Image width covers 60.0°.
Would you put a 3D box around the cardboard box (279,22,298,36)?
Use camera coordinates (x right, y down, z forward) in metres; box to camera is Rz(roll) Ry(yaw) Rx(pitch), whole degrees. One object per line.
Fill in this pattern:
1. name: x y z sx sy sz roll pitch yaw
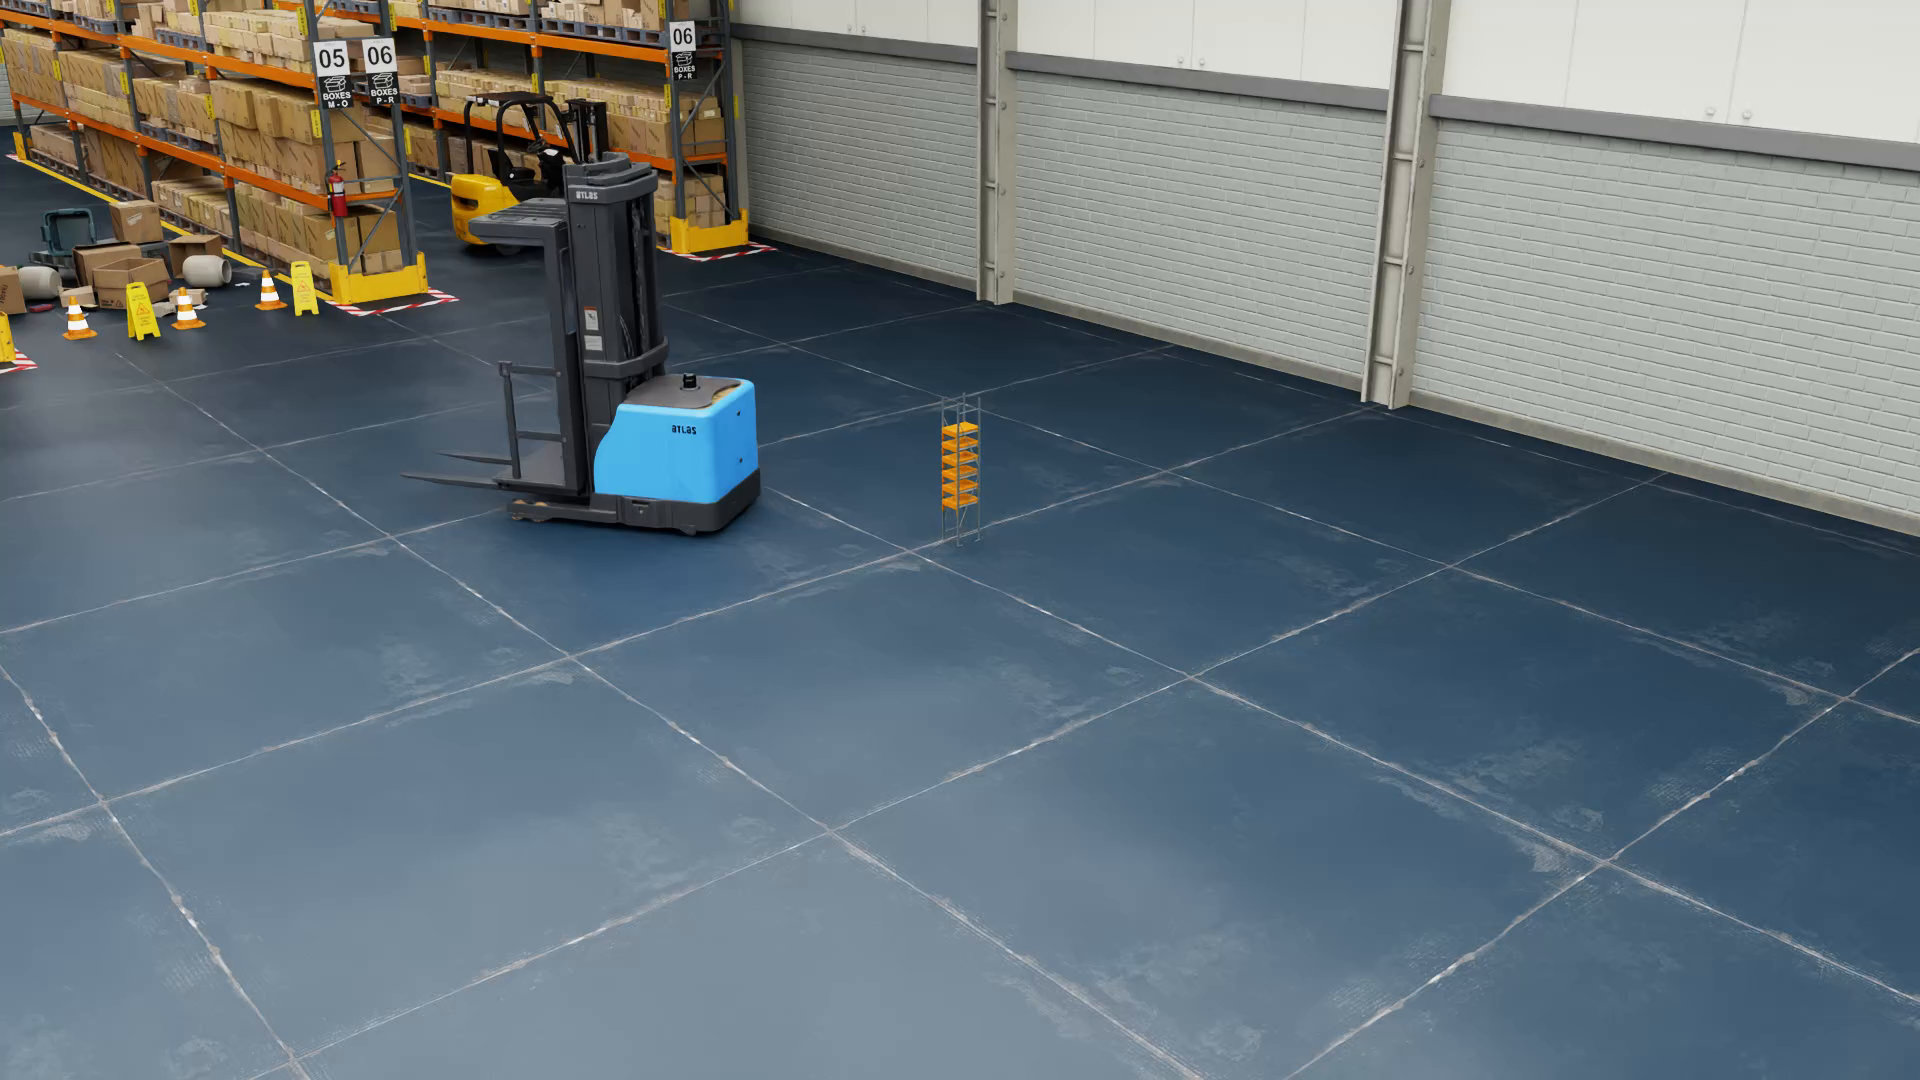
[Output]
1. cardboard box: -8.338 -6.440 20.951 0.380 0.149 0.250 -17 27 -37

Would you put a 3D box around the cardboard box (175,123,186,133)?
1. cardboard box: -11.579 -6.233 25.055 0.380 0.149 0.250 -16 27 -36

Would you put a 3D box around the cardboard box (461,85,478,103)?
1. cardboard box: -8.153 -7.624 28.357 0.500 0.250 0.500 -18 28 -39

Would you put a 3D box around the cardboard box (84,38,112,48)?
1. cardboard box: -15.289 -8.815 29.480 0.380 0.149 0.250 -18 28 -38

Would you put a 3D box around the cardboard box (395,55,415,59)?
1. cardboard box: -10.525 -8.730 30.947 0.700 0.500 0.500 -18 27 -38

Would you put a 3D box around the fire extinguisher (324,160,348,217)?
1. fire extinguisher: -7.721 -4.359 20.607 0.296 0.674 0.183 -17 27 -37

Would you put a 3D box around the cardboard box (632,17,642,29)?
1. cardboard box: -4.460 -7.398 23.777 0.380 0.149 0.250 -18 28 -39

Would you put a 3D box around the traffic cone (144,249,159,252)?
1. traffic cone: -11.928 -4.470 24.262 0.336 0.463 0.334 -17 27 -37

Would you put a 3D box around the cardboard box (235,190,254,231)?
1. cardboard box: -9.877 -4.679 23.483 0.500 0.500 0.500 -16 26 -35

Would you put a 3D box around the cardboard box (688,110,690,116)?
1. cardboard box: -3.923 -6.277 24.369 0.380 0.149 0.250 -17 27 -37

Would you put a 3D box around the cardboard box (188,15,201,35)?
1. cardboard box: -10.549 -7.291 23.503 0.500 0.250 0.500 -18 28 -38

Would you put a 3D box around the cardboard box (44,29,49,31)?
1. cardboard box: -17.089 -9.604 31.495 0.380 0.149 0.250 -18 28 -38

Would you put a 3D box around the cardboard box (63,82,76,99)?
1. cardboard box: -15.206 -7.826 28.873 0.500 0.250 0.500 -18 28 -39

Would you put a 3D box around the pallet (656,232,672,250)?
1. pallet: -4.220 -4.622 24.996 1.003 0.211 1.213 -17 27 -37

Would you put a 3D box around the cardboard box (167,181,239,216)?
1. cardboard box: -11.820 -5.359 26.080 0.950 0.372 0.625 -18 28 -38

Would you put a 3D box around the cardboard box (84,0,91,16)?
1. cardboard box: -13.833 -8.574 26.757 0.396 0.266 0.258 -18 28 -39

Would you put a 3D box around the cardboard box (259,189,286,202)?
1. cardboard box: -9.326 -4.717 22.691 0.380 0.149 0.250 -16 26 -34

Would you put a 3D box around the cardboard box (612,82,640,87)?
1. cardboard box: -5.183 -7.016 25.848 0.380 0.149 0.250 -18 28 -38

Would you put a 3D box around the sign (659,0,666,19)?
1. sign: -4.109 -7.366 22.959 0.100 0.325 0.005 -17 27 -37

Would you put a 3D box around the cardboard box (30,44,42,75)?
1. cardboard box: -16.462 -8.709 30.099 0.500 0.500 0.500 -17 27 -37

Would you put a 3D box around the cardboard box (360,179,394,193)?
1. cardboard box: -7.512 -4.563 21.365 0.380 0.149 0.250 -17 27 -37

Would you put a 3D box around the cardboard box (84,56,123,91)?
1. cardboard box: -14.190 -7.760 27.675 0.500 0.500 0.500 -18 28 -38

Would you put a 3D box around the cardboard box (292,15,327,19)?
1. cardboard box: -8.601 -6.852 22.002 0.380 0.149 0.250 -17 27 -37

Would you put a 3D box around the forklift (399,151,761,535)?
1. forklift: -3.287 -1.689 13.778 3.031 2.935 1.130 6 22 15

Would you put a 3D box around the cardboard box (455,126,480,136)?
1. cardboard box: -9.015 -7.482 30.435 0.380 0.149 0.250 -16 26 -35

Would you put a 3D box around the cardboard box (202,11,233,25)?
1. cardboard box: -10.100 -7.128 22.708 0.380 0.149 0.250 -18 28 -38

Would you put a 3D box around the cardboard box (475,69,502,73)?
1. cardboard box: -8.290 -8.191 29.257 0.380 0.149 0.250 -17 27 -36

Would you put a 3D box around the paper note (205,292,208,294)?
1. paper note: -9.829 -3.214 21.677 0.032 0.001 0.123 -17 27 -37

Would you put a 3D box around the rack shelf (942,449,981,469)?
1. rack shelf: 0.009 -0.625 13.227 0.258 0.103 0.180 -17 27 -37

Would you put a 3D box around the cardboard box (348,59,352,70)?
1. cardboard box: -7.657 -6.037 21.015 0.380 0.149 0.250 -19 28 -39

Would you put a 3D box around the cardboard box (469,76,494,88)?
1. cardboard box: -8.076 -7.766 28.172 0.380 0.149 0.250 -17 27 -36

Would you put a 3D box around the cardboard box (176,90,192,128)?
1. cardboard box: -11.190 -6.376 24.530 0.500 0.500 0.500 -16 27 -36

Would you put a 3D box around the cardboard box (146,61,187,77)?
1. cardboard box: -12.806 -7.454 26.893 0.500 0.500 0.500 -19 28 -39

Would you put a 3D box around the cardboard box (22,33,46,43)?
1. cardboard box: -16.889 -9.169 30.383 0.380 0.149 0.250 -18 28 -39

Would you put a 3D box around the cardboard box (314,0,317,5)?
1. cardboard box: -12.464 -10.557 32.556 0.380 0.149 0.250 -18 27 -38

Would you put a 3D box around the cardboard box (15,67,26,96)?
1. cardboard box: -17.444 -8.670 31.369 0.500 0.500 0.500 -18 28 -38

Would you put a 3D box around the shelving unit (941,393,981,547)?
1. shelving unit: 0.009 -0.555 13.255 0.258 1.200 0.189 -17 27 -37

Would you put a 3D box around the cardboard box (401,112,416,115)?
1. cardboard box: -10.723 -8.199 32.266 0.380 0.149 0.250 -17 27 -37

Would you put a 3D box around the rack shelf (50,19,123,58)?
1. rack shelf: -13.974 -8.361 27.592 1.077 0.370 4.000 -17 27 -37

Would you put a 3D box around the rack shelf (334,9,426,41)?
1. rack shelf: -10.217 -9.544 30.612 1.077 0.370 4.000 -17 27 -37

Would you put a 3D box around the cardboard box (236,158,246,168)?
1. cardboard box: -9.891 -5.304 23.258 0.380 0.149 0.250 -16 27 -36

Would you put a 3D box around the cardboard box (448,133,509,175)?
1. cardboard box: -8.514 -6.844 29.525 0.875 0.625 0.625 -16 27 -36

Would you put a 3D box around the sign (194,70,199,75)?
1. sign: -12.264 -7.381 26.737 0.100 0.325 0.005 -17 27 -37

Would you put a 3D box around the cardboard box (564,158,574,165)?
1. cardboard box: -5.896 -5.853 26.139 0.500 0.250 0.500 -17 27 -37

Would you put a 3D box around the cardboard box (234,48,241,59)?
1. cardboard box: -9.533 -6.571 22.378 0.380 0.149 0.250 -16 27 -36

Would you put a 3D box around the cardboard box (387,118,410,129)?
1. cardboard box: -10.590 -7.860 31.402 0.380 0.149 0.250 -16 27 -36

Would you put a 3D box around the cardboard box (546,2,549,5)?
1. cardboard box: -6.705 -8.628 26.917 0.380 0.149 0.250 -17 27 -37

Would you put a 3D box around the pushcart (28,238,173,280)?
1. pushcart: -11.753 -3.864 22.833 0.936 0.377 1.648 12 24 27

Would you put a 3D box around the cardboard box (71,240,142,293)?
1. cardboard box: -11.128 -3.577 21.739 0.797 0.637 0.503 -17 27 -37

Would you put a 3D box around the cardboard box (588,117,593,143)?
1. cardboard box: -5.524 -6.407 25.591 0.500 0.500 0.500 -18 28 -38

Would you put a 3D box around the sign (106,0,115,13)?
1. sign: -13.095 -8.291 25.610 0.100 0.325 0.005 -17 27 -37

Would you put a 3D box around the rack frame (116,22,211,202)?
1. rack frame: -12.669 -6.747 26.597 1.000 3.000 0.127 -17 27 -37

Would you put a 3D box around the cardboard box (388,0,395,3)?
1. cardboard box: -10.085 -9.617 30.018 0.500 0.250 0.500 -17 27 -37

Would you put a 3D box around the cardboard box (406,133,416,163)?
1. cardboard box: -10.012 -7.312 30.891 0.500 0.500 0.500 -16 27 -35

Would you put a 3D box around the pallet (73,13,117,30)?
1. pallet: -13.862 -8.529 27.294 1.003 0.211 1.213 -16 26 -35

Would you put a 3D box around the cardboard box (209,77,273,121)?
1. cardboard box: -9.935 -6.119 23.079 0.700 0.500 0.500 -18 28 -38

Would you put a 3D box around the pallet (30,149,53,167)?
1. pallet: -17.310 -7.457 32.232 1.003 0.211 1.213 -17 27 -37

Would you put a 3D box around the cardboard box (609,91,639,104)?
1. cardboard box: -4.992 -6.584 24.747 0.380 0.149 0.250 -17 27 -36
